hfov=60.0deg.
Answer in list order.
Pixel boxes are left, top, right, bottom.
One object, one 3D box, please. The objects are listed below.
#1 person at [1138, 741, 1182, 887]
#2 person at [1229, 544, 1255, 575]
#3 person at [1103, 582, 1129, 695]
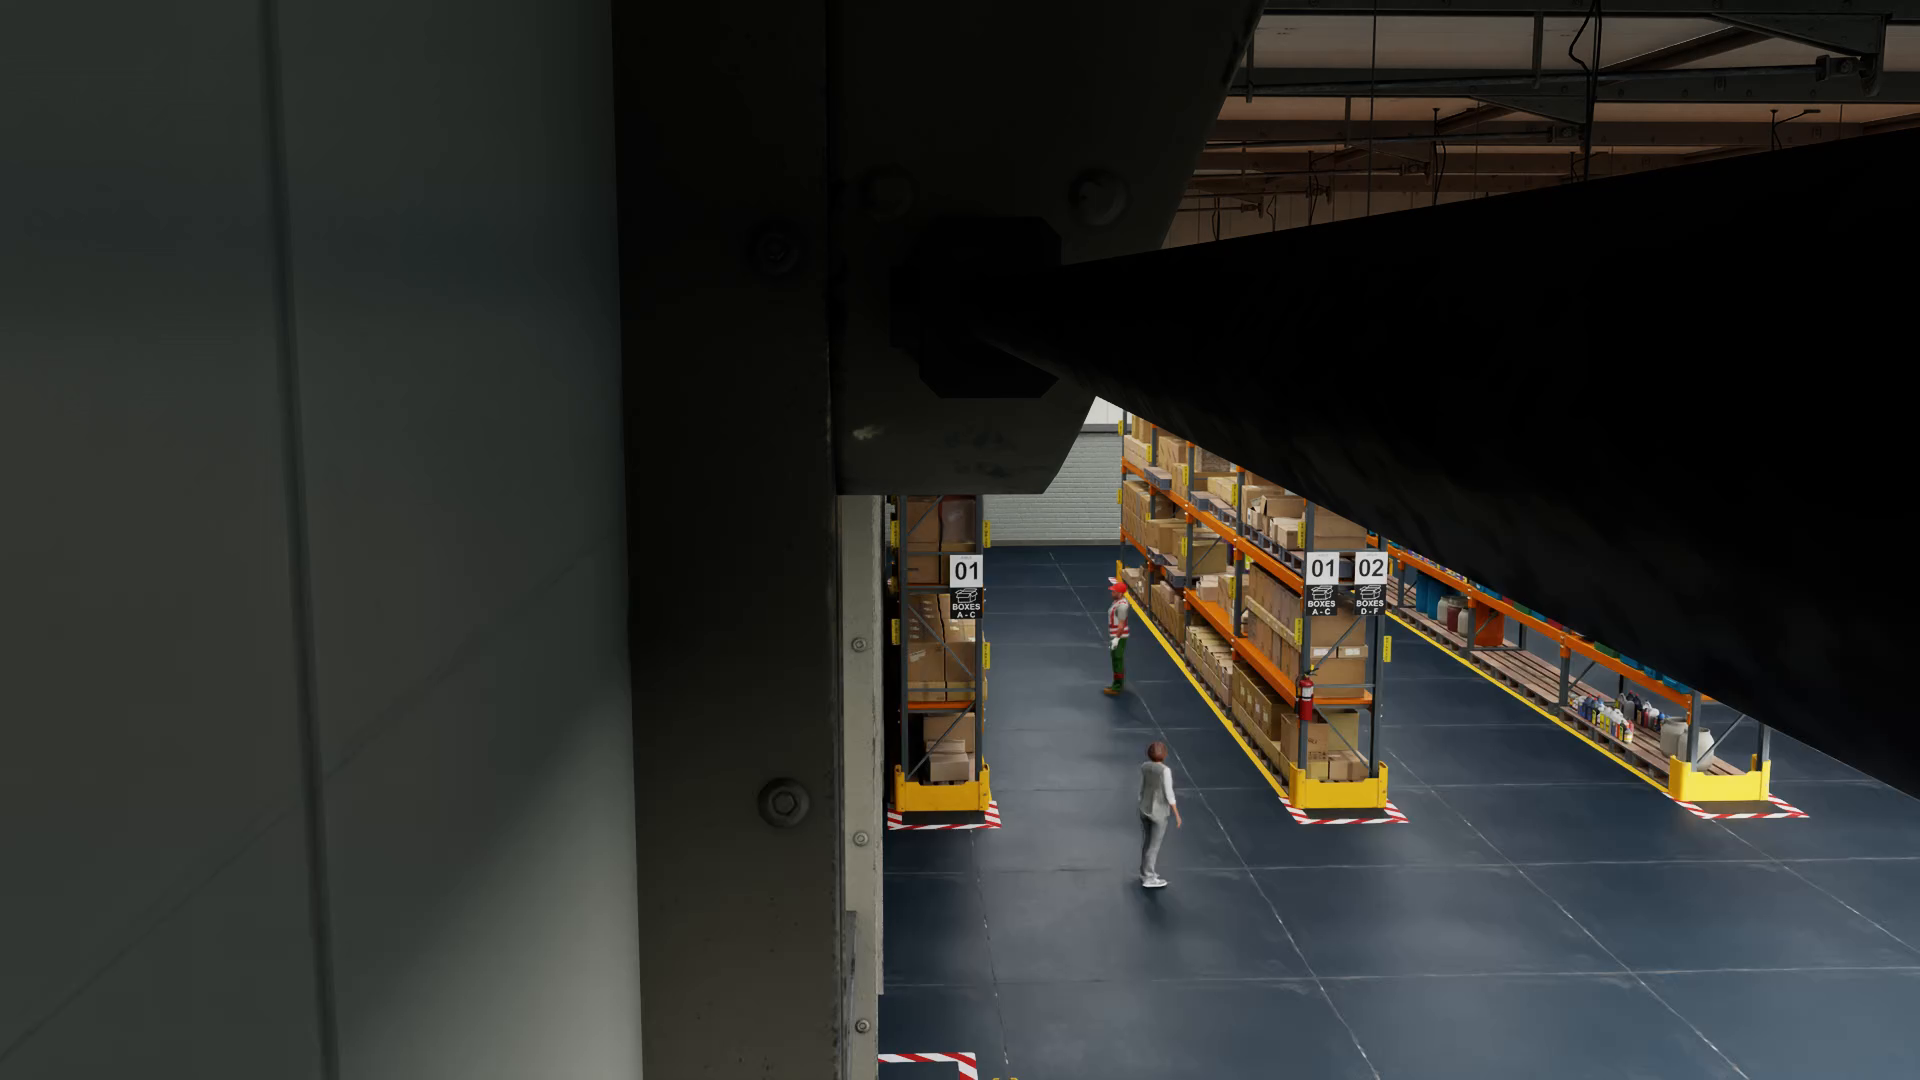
[{"bbox_3d":[2.138,2.952,17.841,0.424,1.619,0.515,-6,10,-36],"label":"person"},{"bbox_3d":[5.687,0.603,33.071,0.577,1.718,1.058,-1,8,-5],"label":"person"},{"bbox_3d":[2.470,1.552,26.444,0.400,1.802,0.607,0,8,-1],"label":"person"}]
